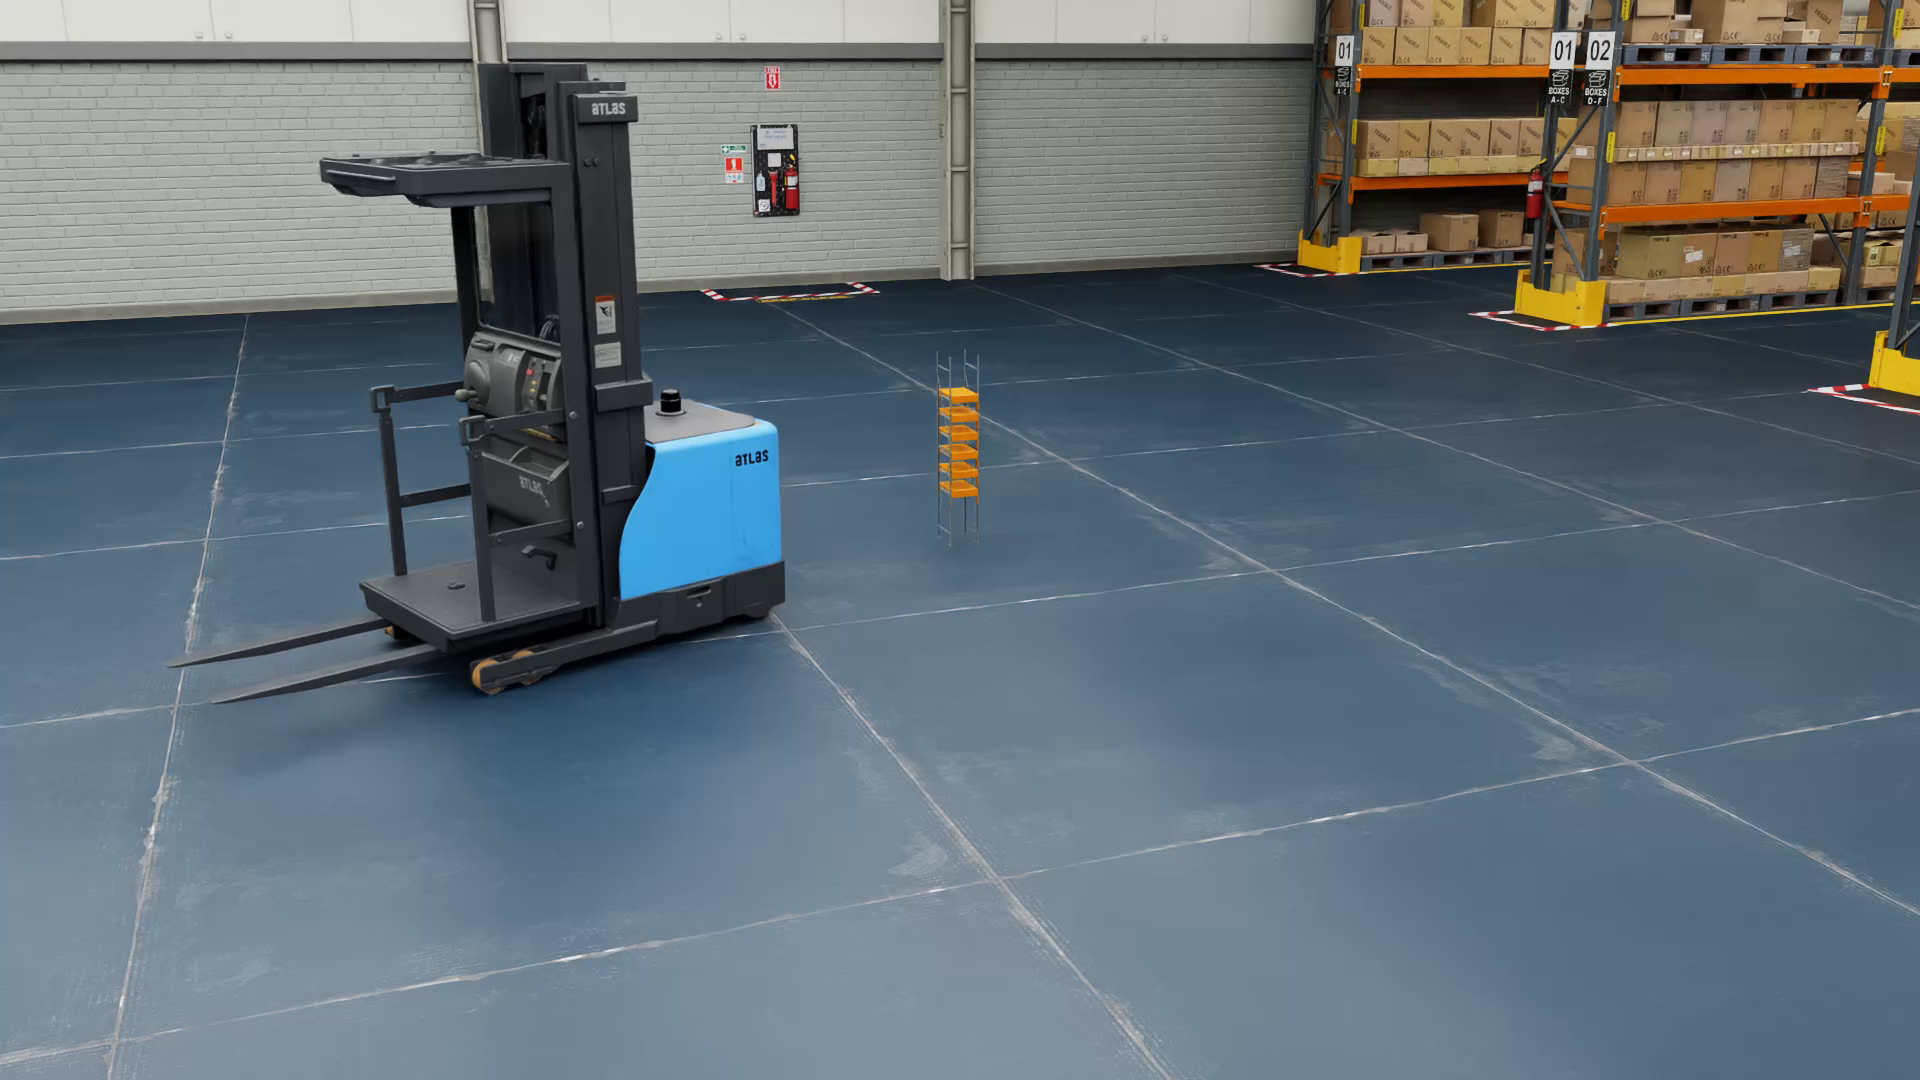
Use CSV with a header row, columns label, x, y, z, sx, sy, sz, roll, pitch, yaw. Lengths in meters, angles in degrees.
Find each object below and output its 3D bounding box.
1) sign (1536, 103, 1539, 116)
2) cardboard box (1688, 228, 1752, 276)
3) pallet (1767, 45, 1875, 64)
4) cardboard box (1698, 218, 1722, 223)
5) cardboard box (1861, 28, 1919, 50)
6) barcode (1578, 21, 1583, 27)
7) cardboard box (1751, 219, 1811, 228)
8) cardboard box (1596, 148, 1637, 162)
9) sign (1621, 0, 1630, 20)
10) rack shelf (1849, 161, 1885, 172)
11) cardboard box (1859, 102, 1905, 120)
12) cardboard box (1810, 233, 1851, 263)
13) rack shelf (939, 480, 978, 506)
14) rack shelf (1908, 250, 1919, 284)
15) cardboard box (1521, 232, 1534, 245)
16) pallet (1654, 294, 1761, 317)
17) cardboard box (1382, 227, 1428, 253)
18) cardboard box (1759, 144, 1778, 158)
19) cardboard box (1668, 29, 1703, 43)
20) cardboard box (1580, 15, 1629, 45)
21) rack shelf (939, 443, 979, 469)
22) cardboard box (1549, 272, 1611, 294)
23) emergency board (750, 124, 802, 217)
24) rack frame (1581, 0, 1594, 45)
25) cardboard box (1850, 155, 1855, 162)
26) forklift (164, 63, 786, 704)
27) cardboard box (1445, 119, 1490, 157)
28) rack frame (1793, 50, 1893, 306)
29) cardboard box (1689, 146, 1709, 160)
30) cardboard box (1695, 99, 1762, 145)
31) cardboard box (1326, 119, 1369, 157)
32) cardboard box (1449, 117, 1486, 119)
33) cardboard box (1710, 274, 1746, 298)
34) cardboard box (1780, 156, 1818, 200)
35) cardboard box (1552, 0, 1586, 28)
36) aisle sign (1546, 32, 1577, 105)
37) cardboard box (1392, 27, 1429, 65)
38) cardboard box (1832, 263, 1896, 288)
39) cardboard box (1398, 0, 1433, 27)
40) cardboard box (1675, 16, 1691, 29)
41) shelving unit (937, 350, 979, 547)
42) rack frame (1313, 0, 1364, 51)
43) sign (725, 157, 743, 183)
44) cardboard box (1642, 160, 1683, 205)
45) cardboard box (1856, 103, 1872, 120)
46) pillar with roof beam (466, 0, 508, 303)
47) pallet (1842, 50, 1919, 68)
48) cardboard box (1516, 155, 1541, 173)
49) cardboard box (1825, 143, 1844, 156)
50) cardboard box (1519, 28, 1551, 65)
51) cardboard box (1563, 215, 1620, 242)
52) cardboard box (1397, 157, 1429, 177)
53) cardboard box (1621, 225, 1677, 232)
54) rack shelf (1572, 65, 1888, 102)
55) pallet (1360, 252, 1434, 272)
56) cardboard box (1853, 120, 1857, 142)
label,x,y,z,sx,sy,sz,roll,pitch,yaw
sign,8.749,-6.439,25.145,0.005,0.325,0.100,-6,17,-20
cardboard box,8.974,-3.419,19.722,0.500,0.500,0.500,-6,17,-20
pallet,9.940,-5.738,19.649,1.213,0.211,1.003,-6,17,-20
cardboard box,11.510,-5.045,26.109,0.500,0.500,0.700,-6,17,-20
cardboard box,11.306,-6.063,20.117,0.500,0.250,0.500,-4,17,-14
barcode,7.101,-5.906,19.033,0.075,0.075,0.001,-6,17,-20
cardboard box,10.182,-3.712,20.719,0.500,0.500,0.500,-6,17,-20
cardboard box,7.435,-4.373,18.838,0.250,0.149,0.380,-6,18,-20
sign,7.185,-5.781,17.945,0.005,0.325,0.100,-6,17,-20
rack shelf,14.554,-5.997,26.973,4.000,0.370,1.077,-6,17,-20
cardboard box,14.644,-6.838,26.487,0.500,0.250,0.500,-7,18,-21
cardboard box,11.003,-3.702,21.020,0.500,0.311,0.500,-6,17,-20
rack shelf,-0.014,-0.301,10.504,0.180,0.103,0.258,-6,17,-20
rack shelf,10.628,-2.584,15.351,4.000,0.370,1.077,-6,17,-20
cardboard box,8.462,-4.527,24.939,0.250,0.166,0.380,-9,18,-27
pallet,8.828,-2.903,20.110,1.213,0.211,1.003,-6,17,-20
cardboard box,6.426,-4.359,24.108,0.500,0.311,0.500,-5,17,-15
cardboard box,9.364,-4.582,19.550,0.250,0.149,0.380,-6,17,-18
cardboard box,8.154,-5.691,18.782,0.250,0.149,0.380,-6,17,-20
cardboard box,9.490,-7.460,24.432,0.500,0.500,0.500,-4,17,-12
rack shelf,-0.014,-0.532,10.437,0.180,0.103,0.258,-6,17,-20
cardboard box,7.387,-3.045,19.779,0.500,0.250,0.500,-6,17,-20
emergency board,-2.364,-4.788,21.580,0.643,1.169,0.194,-6,17,-20
rack frame,8.951,-8.616,23.967,0.127,3.000,1.000,-6,17,-20
cardboard box,14.023,-6.116,26.511,0.250,0.149,0.380,-6,17,-19
forklift,-2.399,-0.825,8.206,3.031,2.935,1.130,-14,22,-40
cardboard box,7.197,-5.753,23.766,0.500,0.500,0.500,-6,17,-18
rack frame,10.727,-4.434,20.375,0.127,3.000,1.000,-6,17,-20
cardboard box,8.399,-4.478,19.194,0.250,0.149,0.380,-7,18,-22
cardboard box,8.909,-4.907,19.503,0.500,0.500,0.700,-6,17,-20
cardboard box,5.580,-5.735,23.704,0.500,0.500,0.500,-6,18,-21
cardboard box,7.486,-5.942,24.410,0.500,0.500,0.500,-6,17,-19
cardboard box,8.974,-3.060,19.828,0.500,0.250,0.500,-6,17,-20
cardboard box,9.825,-4.381,20.016,0.500,0.500,0.700,-6,18,-21
cardboard box,8.580,-7.592,23.817,0.500,0.500,0.500,-8,18,-25
aisle sign,6.825,-5.349,18.876,0.004,0.787,0.394,-6,17,-20
cardboard box,6.132,-6.844,23.042,0.500,0.500,0.500,-5,17,-16
cardboard box,11.192,-3.292,20.620,0.500,0.250,0.500,-7,18,-21
cardboard box,6.149,-7.323,22.900,0.500,0.500,0.500,-6,18,-21
cardboard box,8.492,-5.938,19.335,0.500,0.311,0.500,-4,17,-14
shelving unit,-0.014,-0.574,10.424,0.189,1.200,0.258,-6,17,-20
rack frame,5.216,-8.213,22.593,0.127,3.000,1.000,-6,17,-20
sign,-2.917,-4.777,21.477,0.234,0.329,0.001,-6,17,-20
cardboard box,7.921,-4.177,19.321,0.500,0.500,0.700,-6,17,-19
cardboard box,14.169,-6.785,26.306,0.500,0.250,0.500,-6,17,-20
pillar with roof beam,-4.105,-6.168,15.632,0.400,9.000,9.100,-6,17,-20
pallet,11.546,-5.874,20.294,1.217,0.209,0.805,-7,18,-22
cardboard box,8.149,-5.499,24.233,0.500,0.250,0.500,-6,17,-20
cardboard box,10.318,-4.685,19.901,0.250,0.149,0.380,-7,18,-21
cardboard box,8.091,-7.071,23.815,0.500,0.500,0.500,-8,18,-25
cardboard box,9.632,-4.828,25.370,0.500,0.500,0.700,-6,17,-18
cardboard box,6.265,-5.293,23.531,0.500,0.250,0.500,-7,18,-22
cardboard box,8.315,-3.510,20.032,0.500,0.500,0.500,-6,17,-20
rack shelf,8.859,-5.327,19.367,4.000,0.370,1.077,-6,17,-20
pallet,6.058,-4.076,24.105,1.213,0.211,1.003,-6,17,-20
cardboard box,13.724,-6.373,26.236,0.500,0.500,0.500,-6,17,-18
